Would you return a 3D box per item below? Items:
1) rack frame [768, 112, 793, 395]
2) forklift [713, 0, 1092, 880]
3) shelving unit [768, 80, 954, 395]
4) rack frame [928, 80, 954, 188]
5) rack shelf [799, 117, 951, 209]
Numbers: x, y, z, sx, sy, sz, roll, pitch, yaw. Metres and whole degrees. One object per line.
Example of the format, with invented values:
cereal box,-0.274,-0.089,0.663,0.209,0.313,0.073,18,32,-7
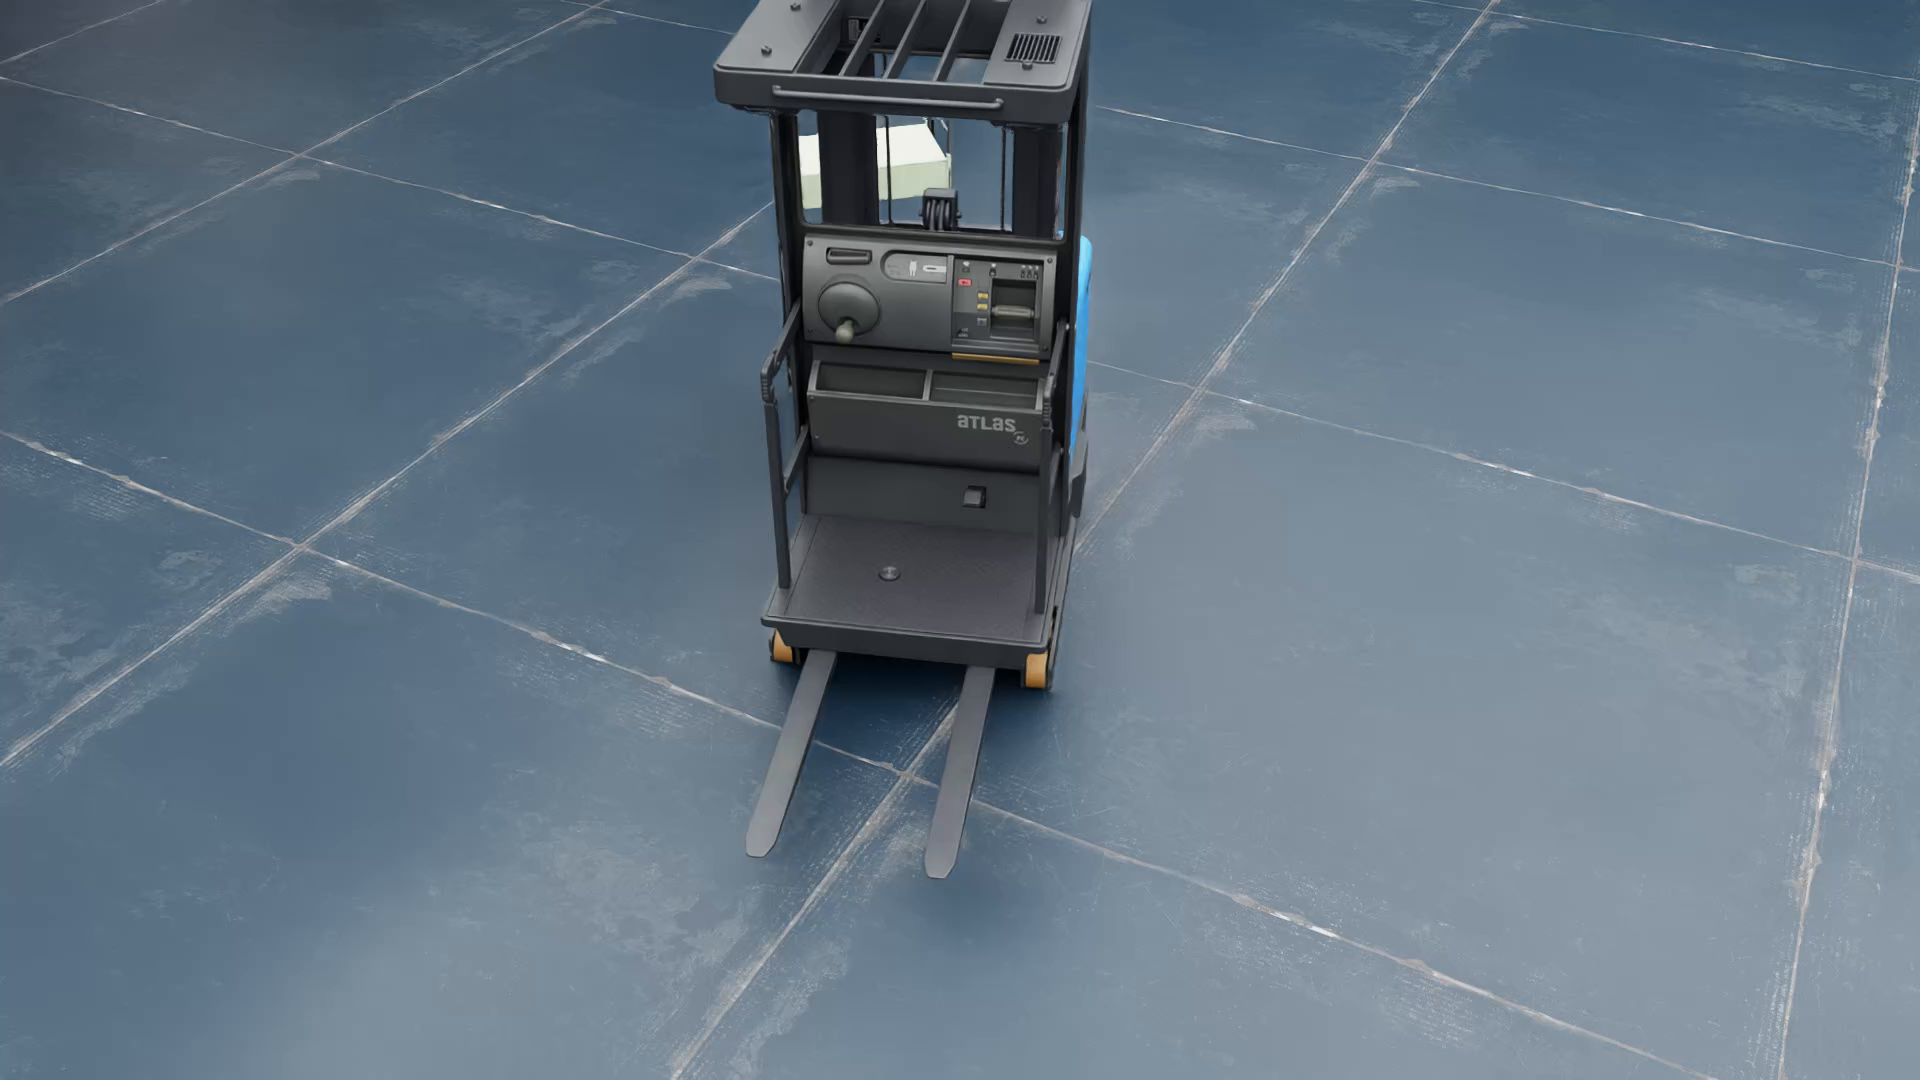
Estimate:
rack frame,-0.793,-1.246,7.651,0.023,1.500,0.400,-9,38,-12
forklift,-0.146,-0.820,5.906,1.130,2.935,3.031,5,38,7
shelving unit,-0.439,-1.302,7.724,0.755,1.500,0.431,-9,38,-12
rack frame,-0.085,-1.357,7.797,0.023,1.500,0.400,-9,38,-12
rack shelf,-0.439,-1.612,7.488,0.720,0.370,0.431,-9,38,-12
